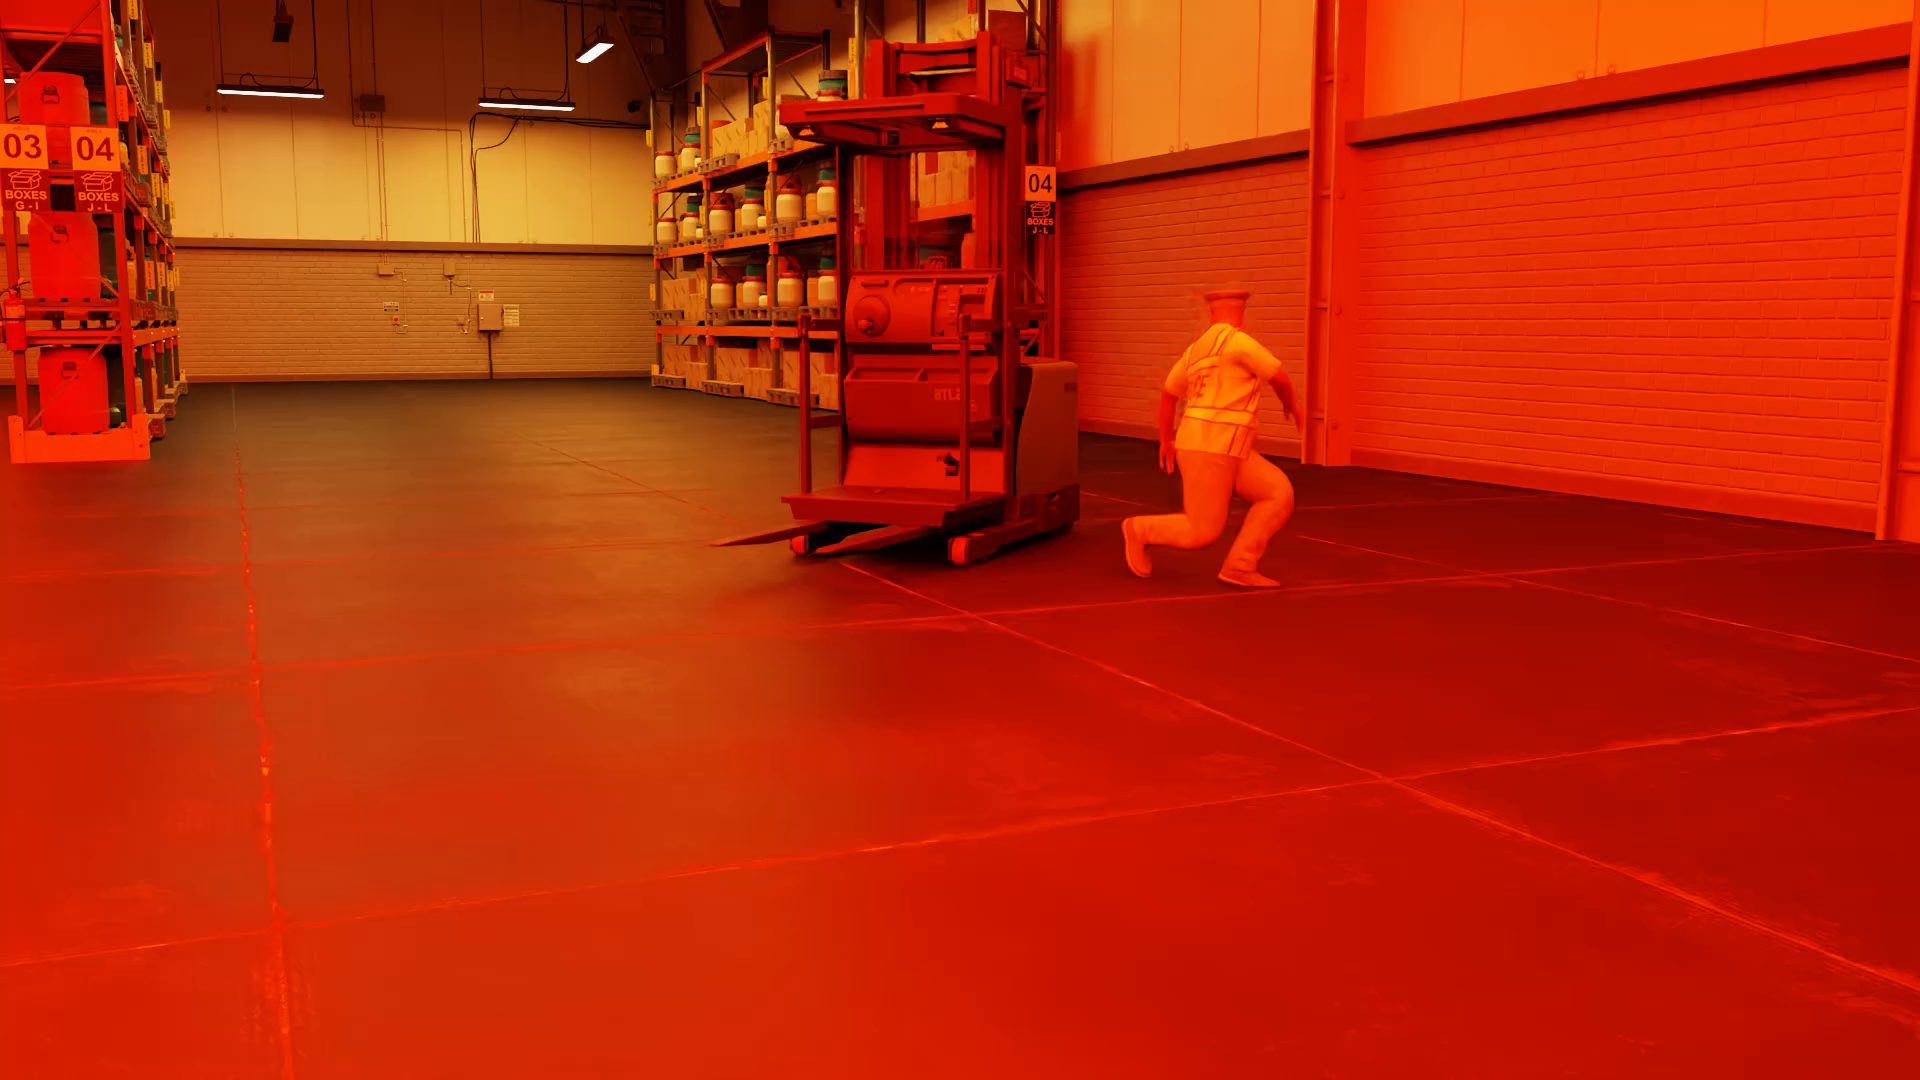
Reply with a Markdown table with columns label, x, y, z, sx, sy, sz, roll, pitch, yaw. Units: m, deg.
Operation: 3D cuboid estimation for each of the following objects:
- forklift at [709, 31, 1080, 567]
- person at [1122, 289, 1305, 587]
| label | x | y | z | sx | sy | sz | roll | pitch | yaw |
| --- | --- | --- | --- | --- | --- | --- | --- | --- | --- |
| forklift | -0.313 | -1.370 | 9.332 | 1.130 | 2.935 | 3.031 | 3 | 8 | 24 |
| person | 1.279 | -0.508 | 8.468 | 0.908 | 1.526 | 0.650 | 2 | 8 | 15 |
